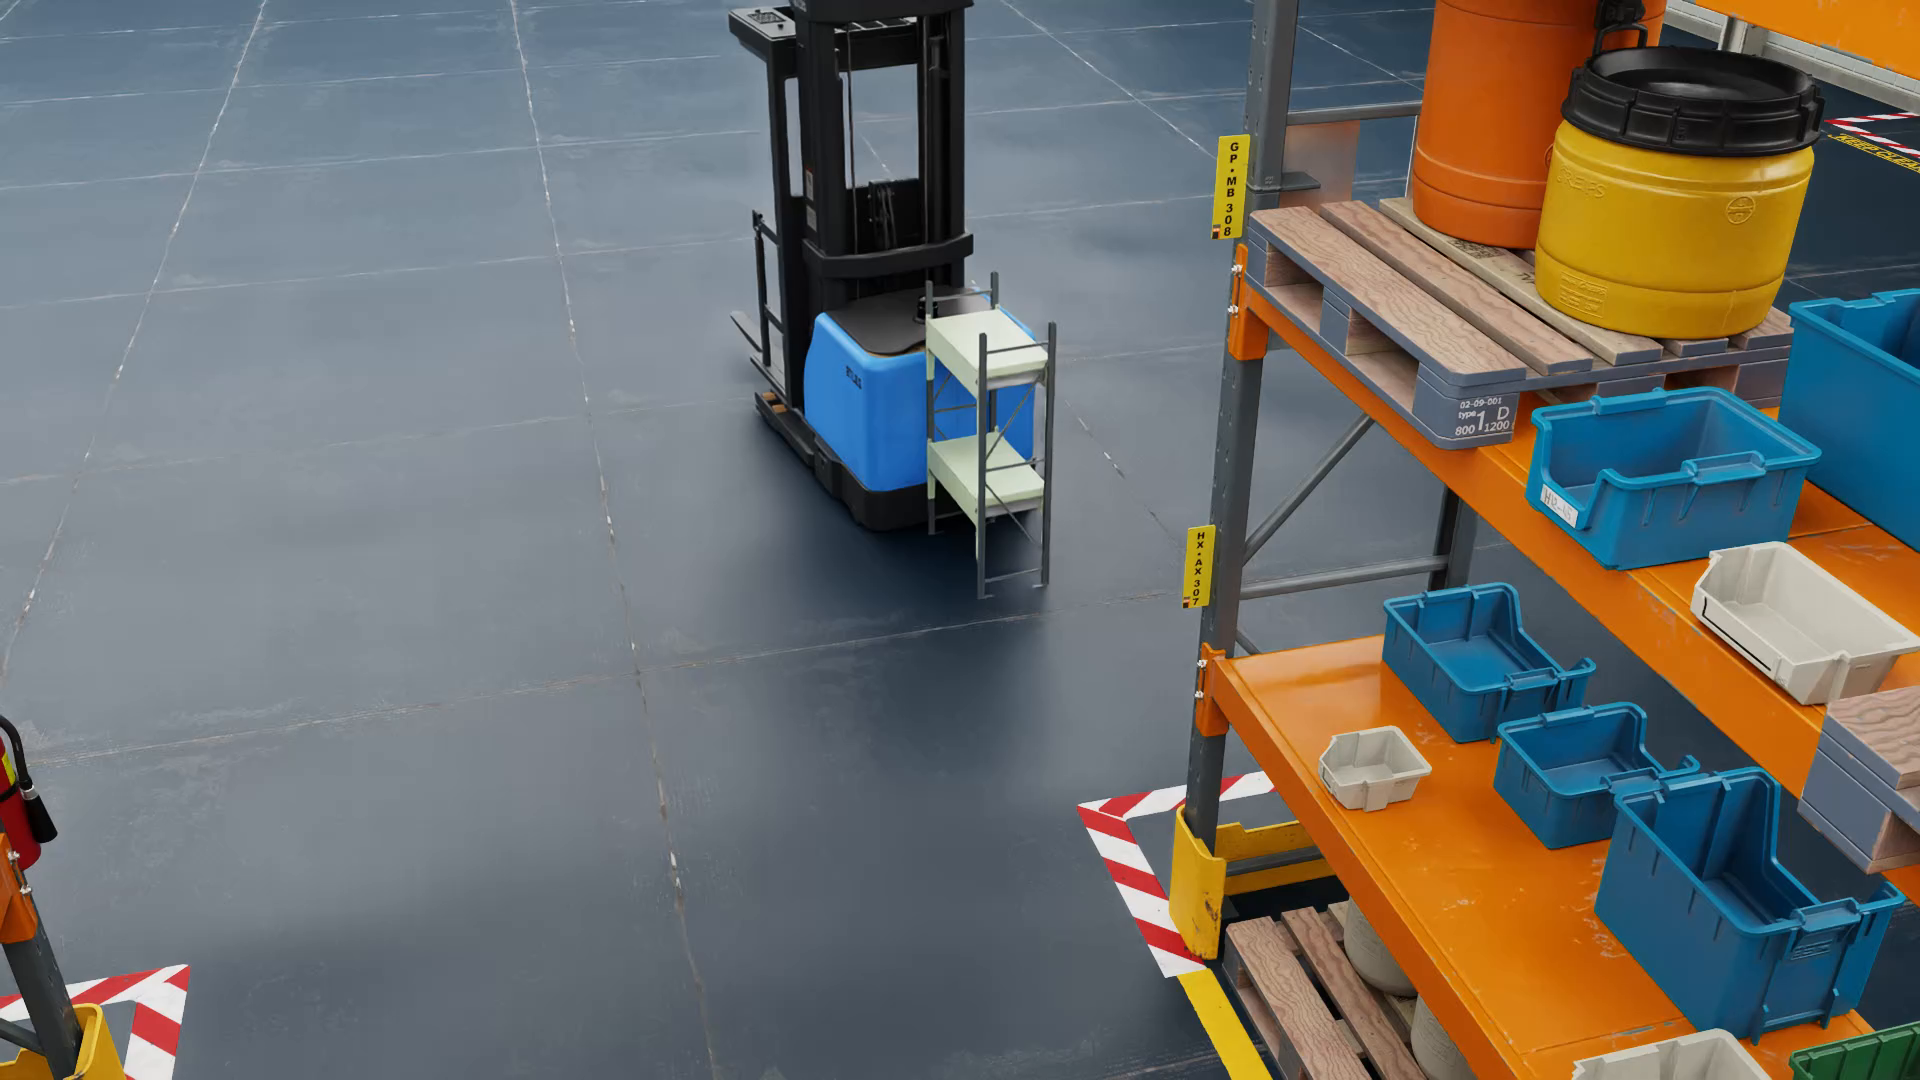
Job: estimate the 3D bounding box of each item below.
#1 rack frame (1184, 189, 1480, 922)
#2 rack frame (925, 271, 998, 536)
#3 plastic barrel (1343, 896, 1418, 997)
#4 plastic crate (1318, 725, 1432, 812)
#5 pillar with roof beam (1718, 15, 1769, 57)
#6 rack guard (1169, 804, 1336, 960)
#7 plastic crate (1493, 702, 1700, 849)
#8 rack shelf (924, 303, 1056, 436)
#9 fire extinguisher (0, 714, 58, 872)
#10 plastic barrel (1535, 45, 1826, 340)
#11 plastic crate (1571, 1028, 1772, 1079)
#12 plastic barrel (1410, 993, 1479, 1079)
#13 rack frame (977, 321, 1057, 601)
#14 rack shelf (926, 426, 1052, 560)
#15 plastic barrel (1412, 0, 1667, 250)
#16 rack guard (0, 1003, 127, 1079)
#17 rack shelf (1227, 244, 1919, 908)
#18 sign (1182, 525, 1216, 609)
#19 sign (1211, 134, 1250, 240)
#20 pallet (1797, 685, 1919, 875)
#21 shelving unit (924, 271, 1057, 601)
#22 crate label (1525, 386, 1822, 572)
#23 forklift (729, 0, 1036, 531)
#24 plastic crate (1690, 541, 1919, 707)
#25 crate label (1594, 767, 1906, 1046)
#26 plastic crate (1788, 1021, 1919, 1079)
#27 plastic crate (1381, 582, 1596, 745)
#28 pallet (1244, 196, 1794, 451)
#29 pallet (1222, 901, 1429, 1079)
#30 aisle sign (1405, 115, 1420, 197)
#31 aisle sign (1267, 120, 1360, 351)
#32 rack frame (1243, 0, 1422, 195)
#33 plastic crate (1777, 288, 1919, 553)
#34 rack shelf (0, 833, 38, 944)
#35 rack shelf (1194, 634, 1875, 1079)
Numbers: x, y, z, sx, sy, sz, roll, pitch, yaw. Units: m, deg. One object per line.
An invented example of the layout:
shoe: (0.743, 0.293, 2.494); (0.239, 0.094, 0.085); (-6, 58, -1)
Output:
rack frame: (1.366, 0.144, 6.006); (1.000, 3.000, 0.127); (-8, 31, -13)
rack frame: (0.010, -0.714, 8.987); (0.400, 1.500, 0.023); (-11, 32, -19)
plastic barrel: (1.614, 1.347, 5.993); (0.421, 0.512, 0.421); (0, 30, 0)
plastic crate: (1.293, 0.733, 5.252); (0.298, 0.136, 0.250); (-8, 31, -13)
pillar with roof beam: (4.602, -8.770, 15.418); (9.100, 9.000, 0.400); (-8, 31, -13)
rack guard: (1.432, 1.257, 6.580); (1.175, 0.500, 0.348); (-8, 31, -13)
plastic crate: (1.954, 0.725, 5.151); (0.499, 0.251, 0.408); (-8, 31, -13)
rack shelf: (0.145, -0.882, 8.497); (0.431, 0.370, 0.720); (-11, 32, -19)
fire extinguisher: (-2.995, 0.720, 5.089); (0.296, 0.674, 0.183); (-8, 31, -13)
plastic barrel: (1.791, -0.883, 4.180); (0.600, 0.588, 0.600); (0, 30, 0)
plastic crate: (1.753, 1.440, 4.031); (0.530, 0.136, 0.437); (-8, 31, -13)
plastic barrel: (1.748, 1.589, 5.574); (0.421, 0.512, 0.421); (0, 30, 0)
rack frame: (0.281, -0.374, 8.398); (0.400, 1.500, 0.023); (-11, 32, -19)
rack shelf: (0.145, -0.262, 8.856); (0.431, 0.370, 0.720); (-11, 32, -19)
plastic barrel: (1.618, -1.304, 4.666); (0.600, 0.830, 0.708); (-8, 31, -13)
rack guard: (-3.389, 1.921, 5.431); (1.175, 0.500, 0.348); (-8, 31, -13)
rack shelf: (1.897, 0.123, 3.766); (1.077, 0.370, 4.000); (-8, 31, -13)
sign: (0.835, 0.096, 5.814); (0.100, 0.325, 0.005); (-8, 31, -13)
sign: (0.835, -1.087, 5.130); (0.100, 0.325, 0.005); (-8, 31, -13)
pallet: (2.142, 0.524, 2.544); (1.213, 0.211, 1.003); (-8, 31, -13)
shelving unit: (0.145, -0.544, 8.693); (0.431, 1.500, 0.755); (-11, 32, -19)
crate label: (1.544, -0.142, 3.654); (0.502, 0.251, 0.408); (-8, 31, -13)
forklift: (-0.648, -2.036, 9.842); (1.130, 2.935, 3.031); (-13, 33, -21)
plastic crate: (1.612, 0.171, 3.230); (0.243, 0.136, 0.396); (-8, 31, -13)
crate label: (2.115, 0.982, 4.524); (0.502, 0.435, 0.616); (-8, 31, -13)
plastic crate: (2.340, 1.475, 3.919); (0.450, 0.188, 0.662); (-8, 31, -13)
plastic crate: (1.787, 0.411, 5.695); (0.499, 0.251, 0.616); (-8, 31, -13)
pallet: (1.491, -0.660, 4.589); (1.003, 0.211, 1.213); (-8, 31, -13)
pallet: (1.642, 1.775, 5.973); (1.003, 0.211, 1.213); (-8, 31, -13)
aisle sign: (1.633, -1.055, 5.483); (0.394, 0.787, 0.004); (-8, 31, -13)
aisle sign: (1.065, -0.977, 5.348); (0.394, 0.787, 0.004); (-8, 31, -13)
rack frame: (1.366, -2.452, 4.503); (1.000, 3.000, 0.127); (-8, 31, -13)
plastic crate: (2.163, -0.266, 3.737); (0.392, 0.384, 0.575); (-8, 31, -13)
rack shelf: (-2.878, 2.080, 3.380); (1.077, 0.370, 4.000); (-8, 31, -13)
rack shelf: (1.897, 1.422, 4.518); (1.077, 0.370, 4.000); (-8, 31, -13)
